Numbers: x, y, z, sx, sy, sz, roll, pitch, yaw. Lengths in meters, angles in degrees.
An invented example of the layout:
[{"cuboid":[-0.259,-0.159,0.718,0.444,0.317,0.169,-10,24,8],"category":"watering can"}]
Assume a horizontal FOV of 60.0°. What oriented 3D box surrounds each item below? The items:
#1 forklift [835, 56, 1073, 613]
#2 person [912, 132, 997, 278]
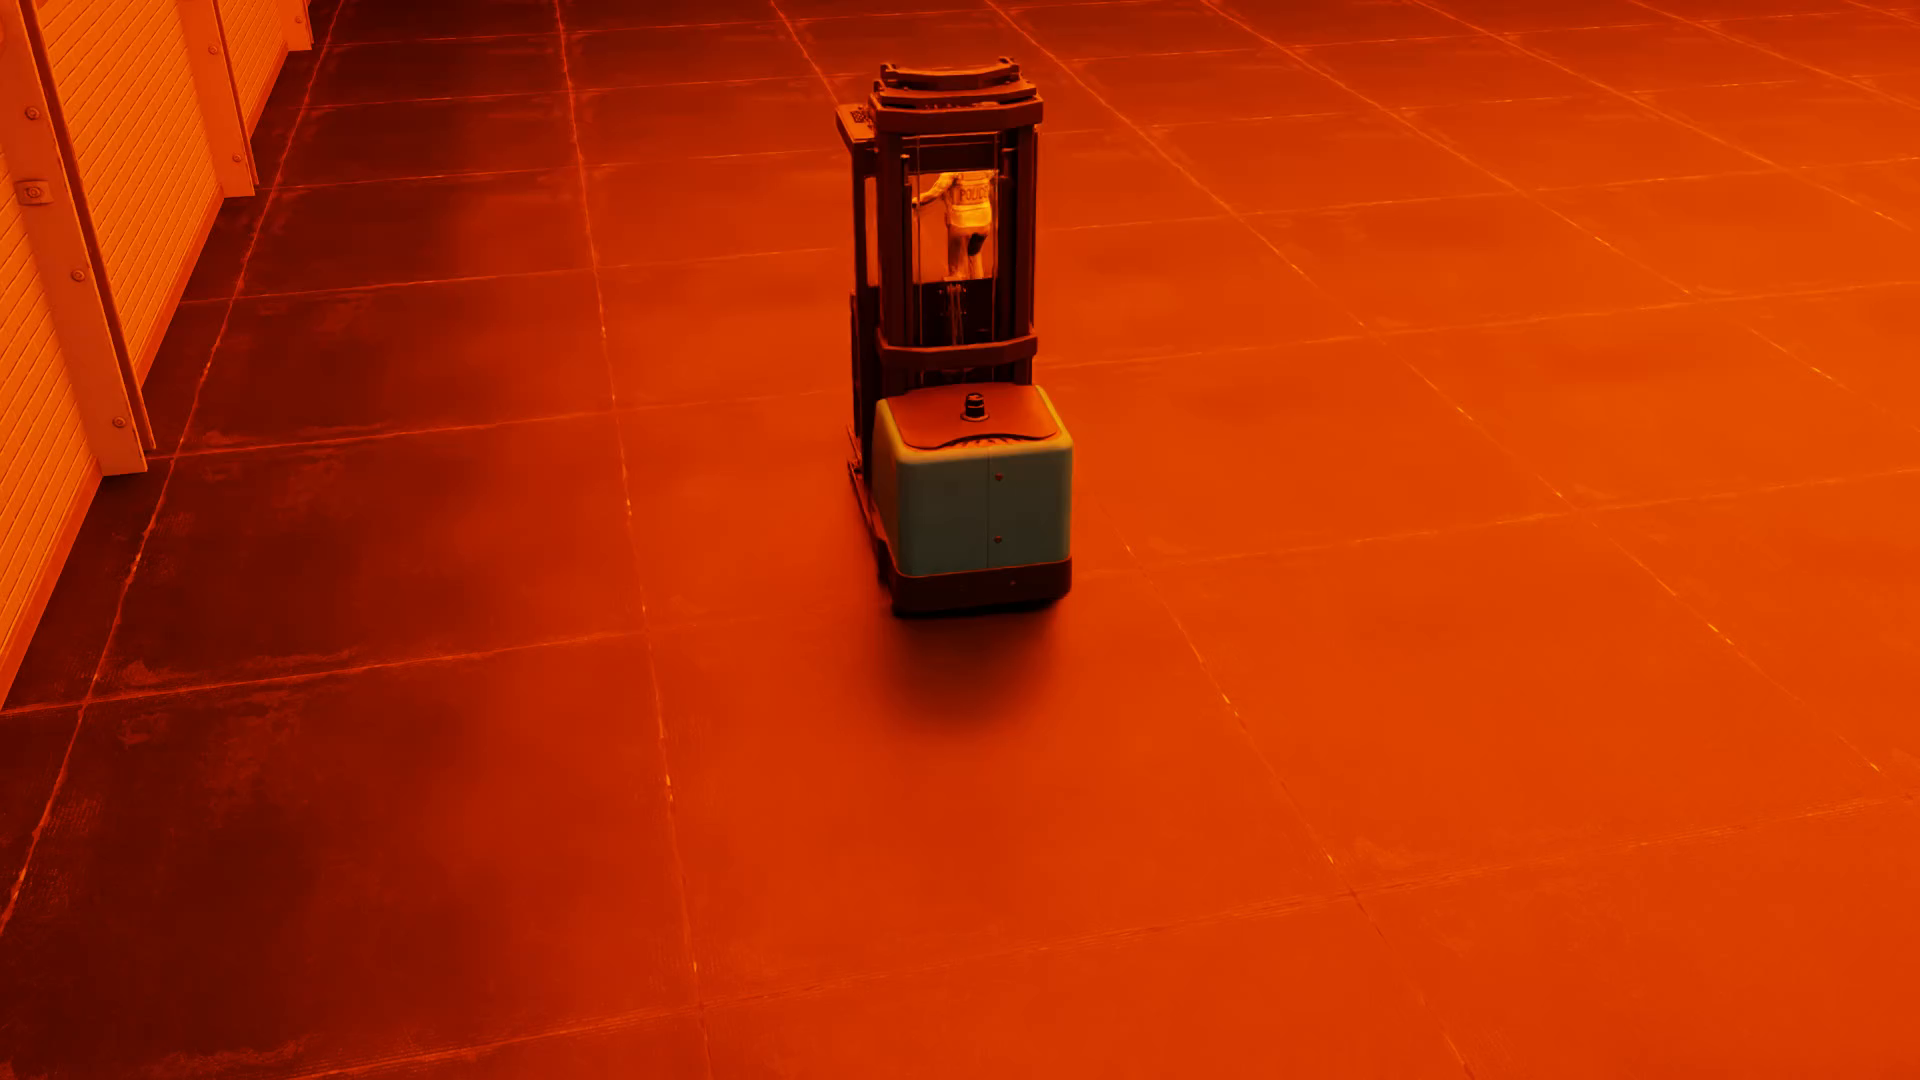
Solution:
[{"cuboid":[-0.141,-1.571,10.289,1.130,2.935,3.031,-6,31,-10],"category":"forklift"},{"cuboid":[0.039,-2.492,13.230,0.873,1.684,0.480,-11,32,-19],"category":"person"}]
